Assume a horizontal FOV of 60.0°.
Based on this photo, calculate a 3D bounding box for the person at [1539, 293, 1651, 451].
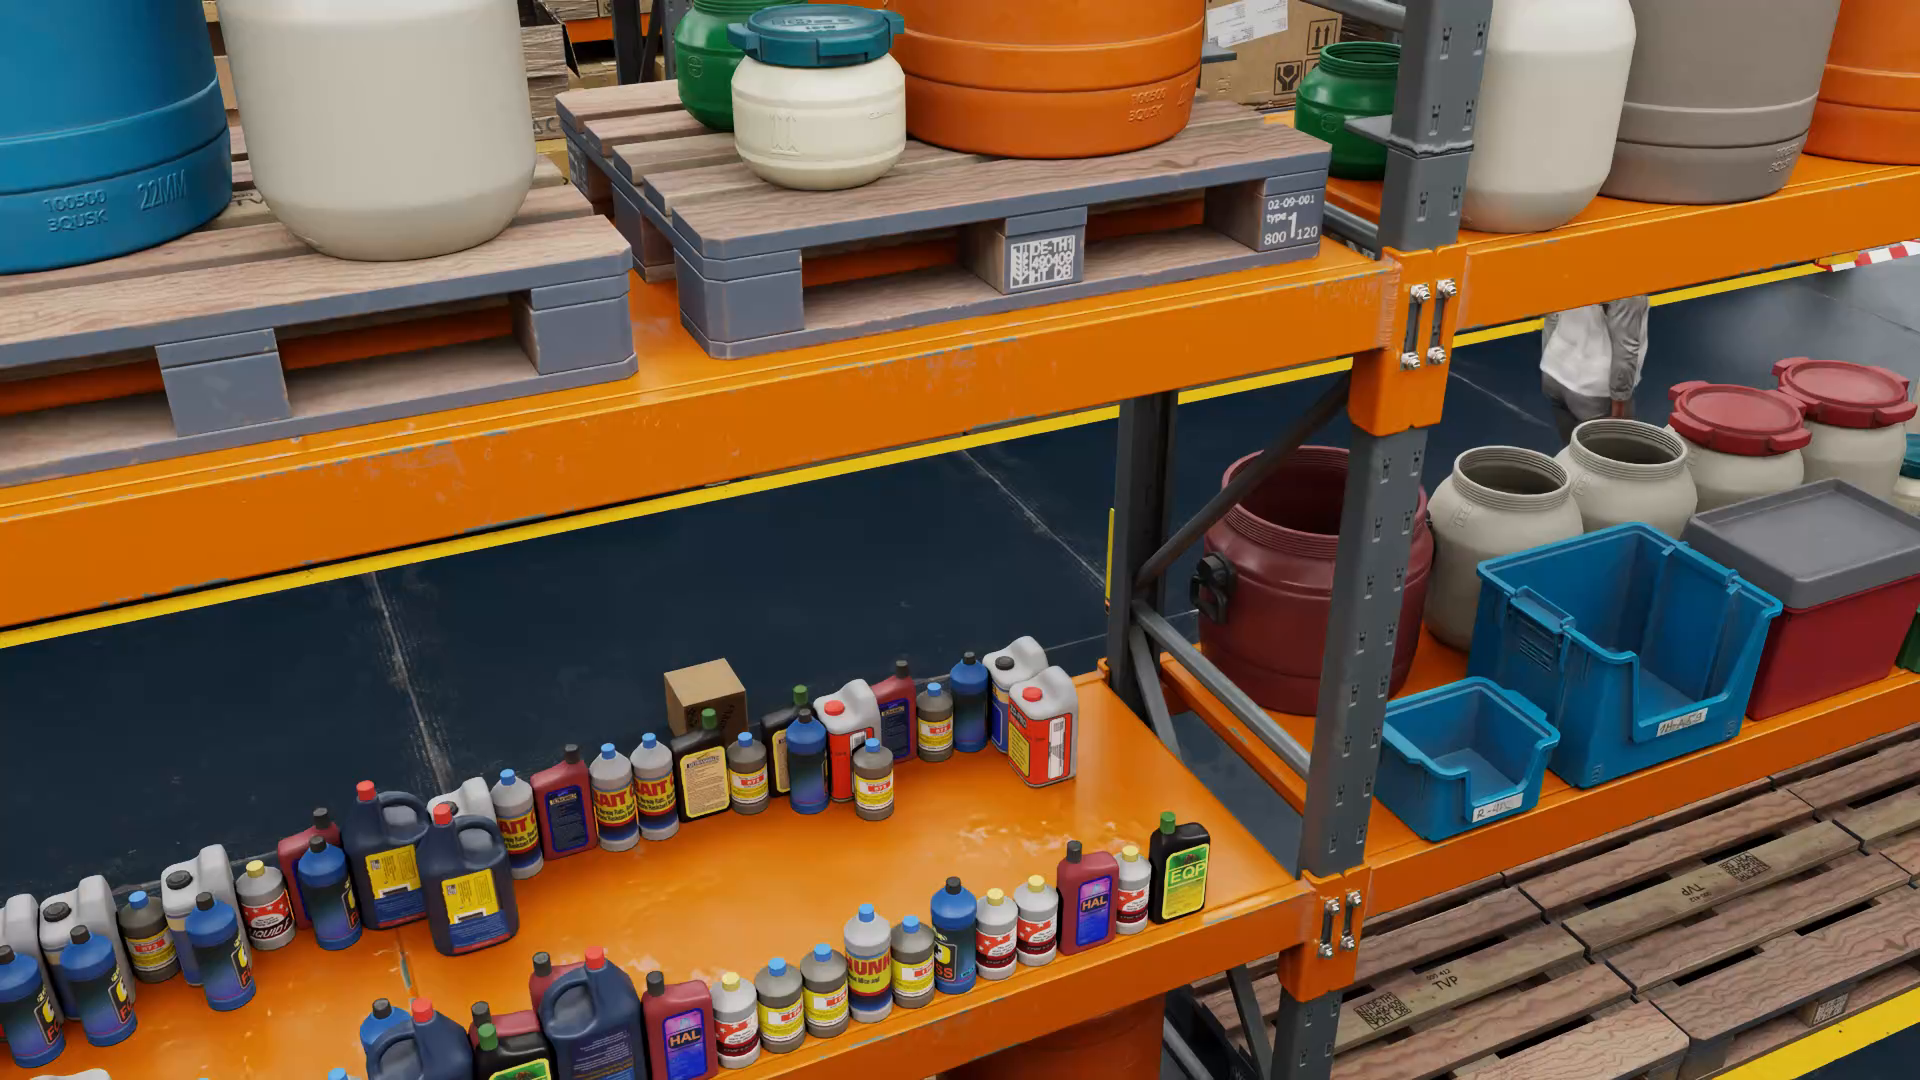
[{"bbox_3d":[2.751,-0.697,7.315,0.641,1.755,0.541,-11,31,-19],"label":"person"}]
